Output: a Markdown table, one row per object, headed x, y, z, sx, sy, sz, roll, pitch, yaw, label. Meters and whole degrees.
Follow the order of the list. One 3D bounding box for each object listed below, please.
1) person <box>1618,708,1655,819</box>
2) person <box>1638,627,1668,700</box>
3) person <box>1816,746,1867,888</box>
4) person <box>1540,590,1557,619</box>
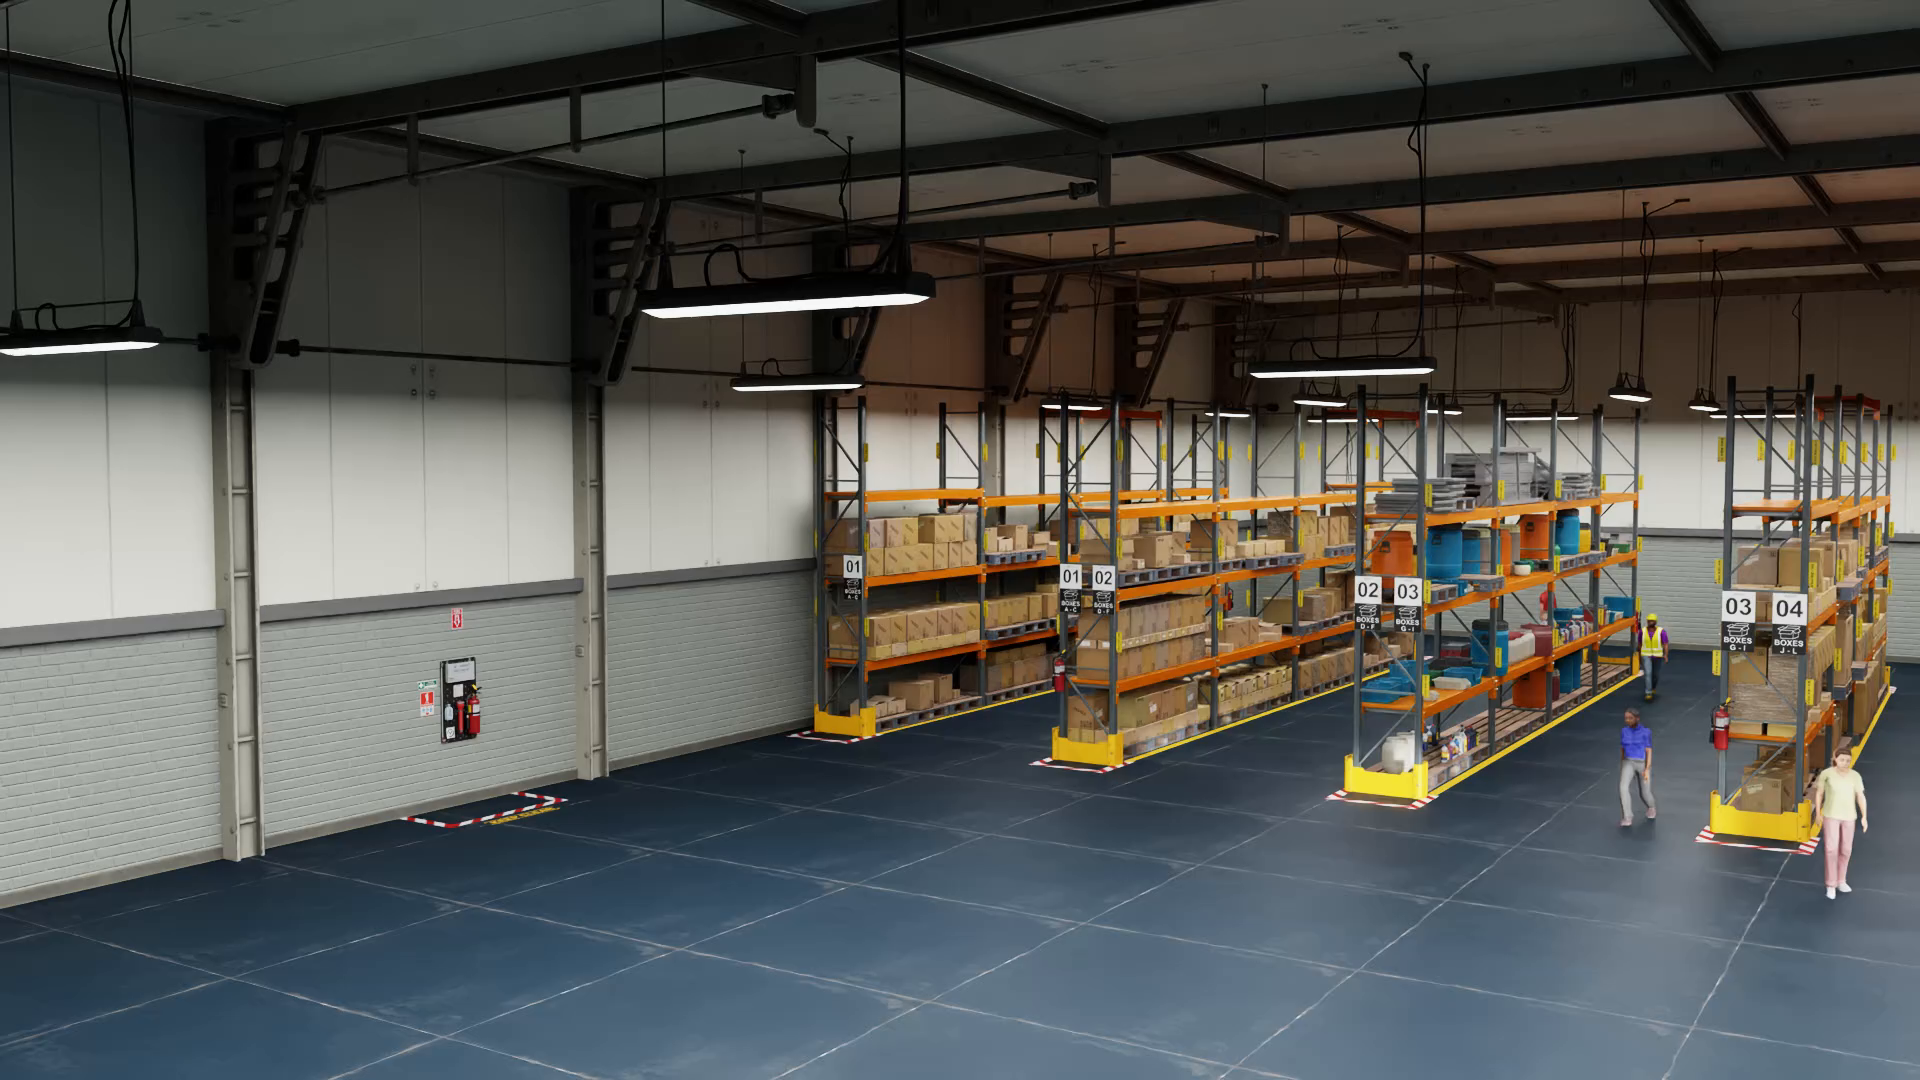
| x | y | z | sx | sy | sz | roll | pitch | yaw | label |
| --- | --- | --- | --- | --- | --- | --- | --- | --- | --- |
| 9.167 | 3.010 | 22.529 | 0.437 | 1.479 | 0.777 | 3 | 4 | 40 | person |
| 14.070 | 2.484 | 33.752 | 0.543 | 1.469 | 1.069 | 1 | 3 | 15 | person |
| 9.985 | 3.124 | 18.861 | 0.496 | 1.602 | 0.424 | 1 | 3 | 12 | person |
| 14.785 | 1.987 | 41.944 | 0.554 | 1.445 | 0.519 | -2 | 4 | -36 | person |
